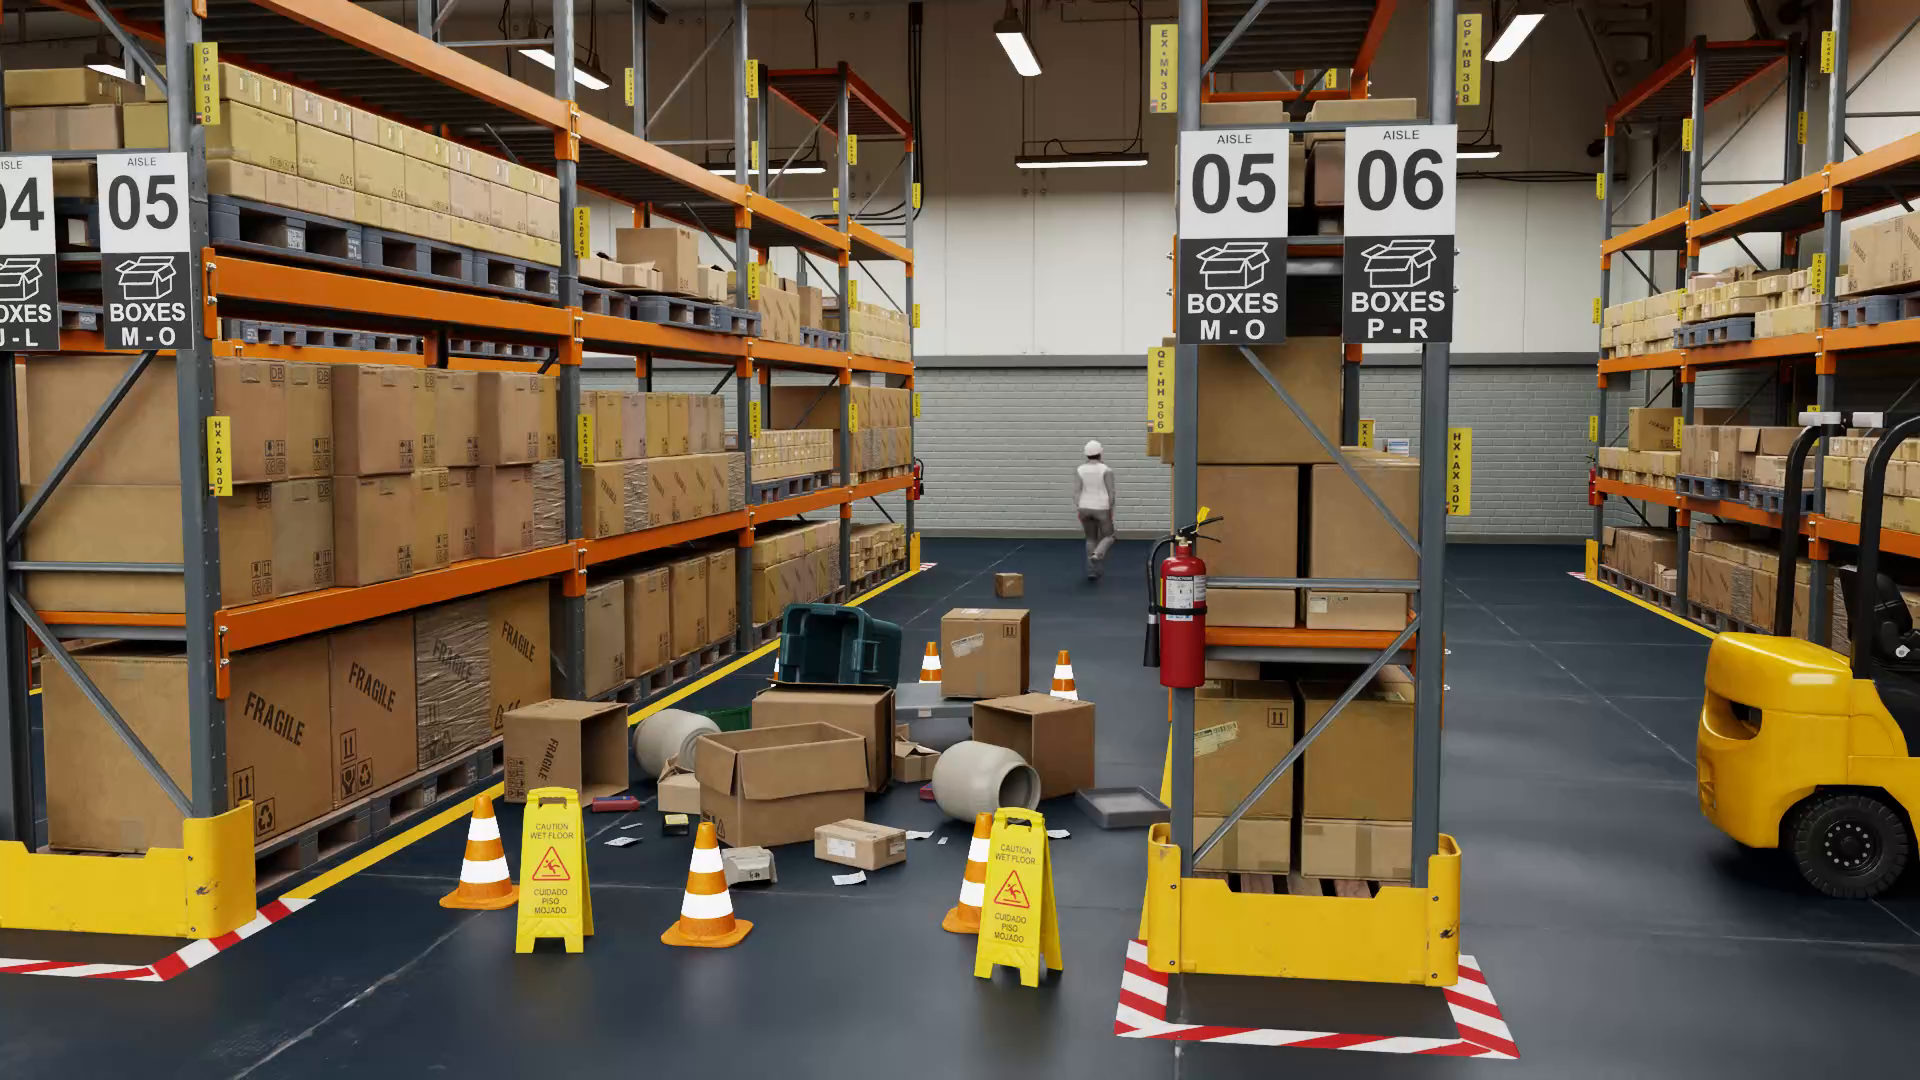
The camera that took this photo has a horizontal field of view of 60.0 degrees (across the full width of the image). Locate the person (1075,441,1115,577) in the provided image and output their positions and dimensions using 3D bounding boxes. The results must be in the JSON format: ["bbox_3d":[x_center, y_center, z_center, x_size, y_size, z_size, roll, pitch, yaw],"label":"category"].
[{"bbox_3d":[1.731,-0.392,21.309,0.528,1.754,0.606,2,5,25],"label":"person"}]
